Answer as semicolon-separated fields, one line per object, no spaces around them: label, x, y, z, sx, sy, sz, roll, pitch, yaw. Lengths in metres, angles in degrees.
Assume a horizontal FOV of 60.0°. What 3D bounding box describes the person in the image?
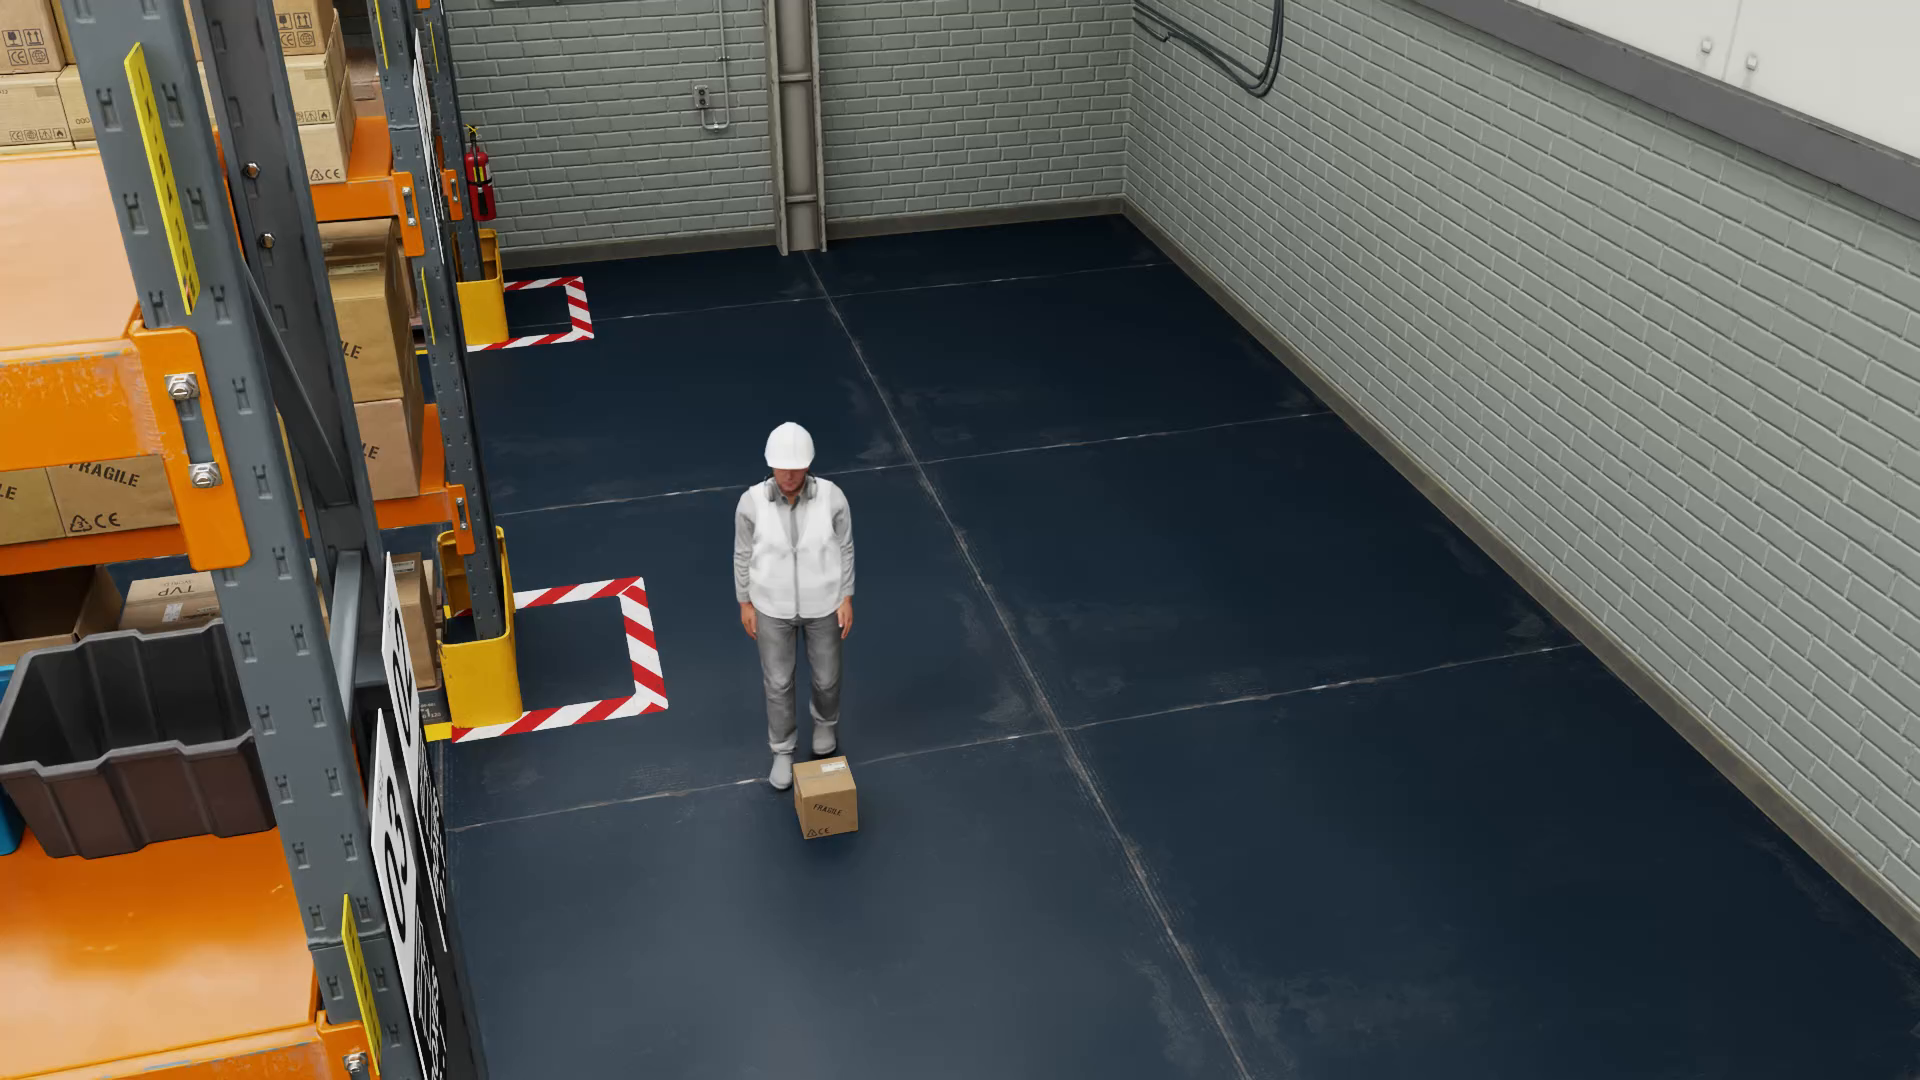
person;-0.755;0.292;7.694;0.552;1.778;0.533;-3;30;-5
